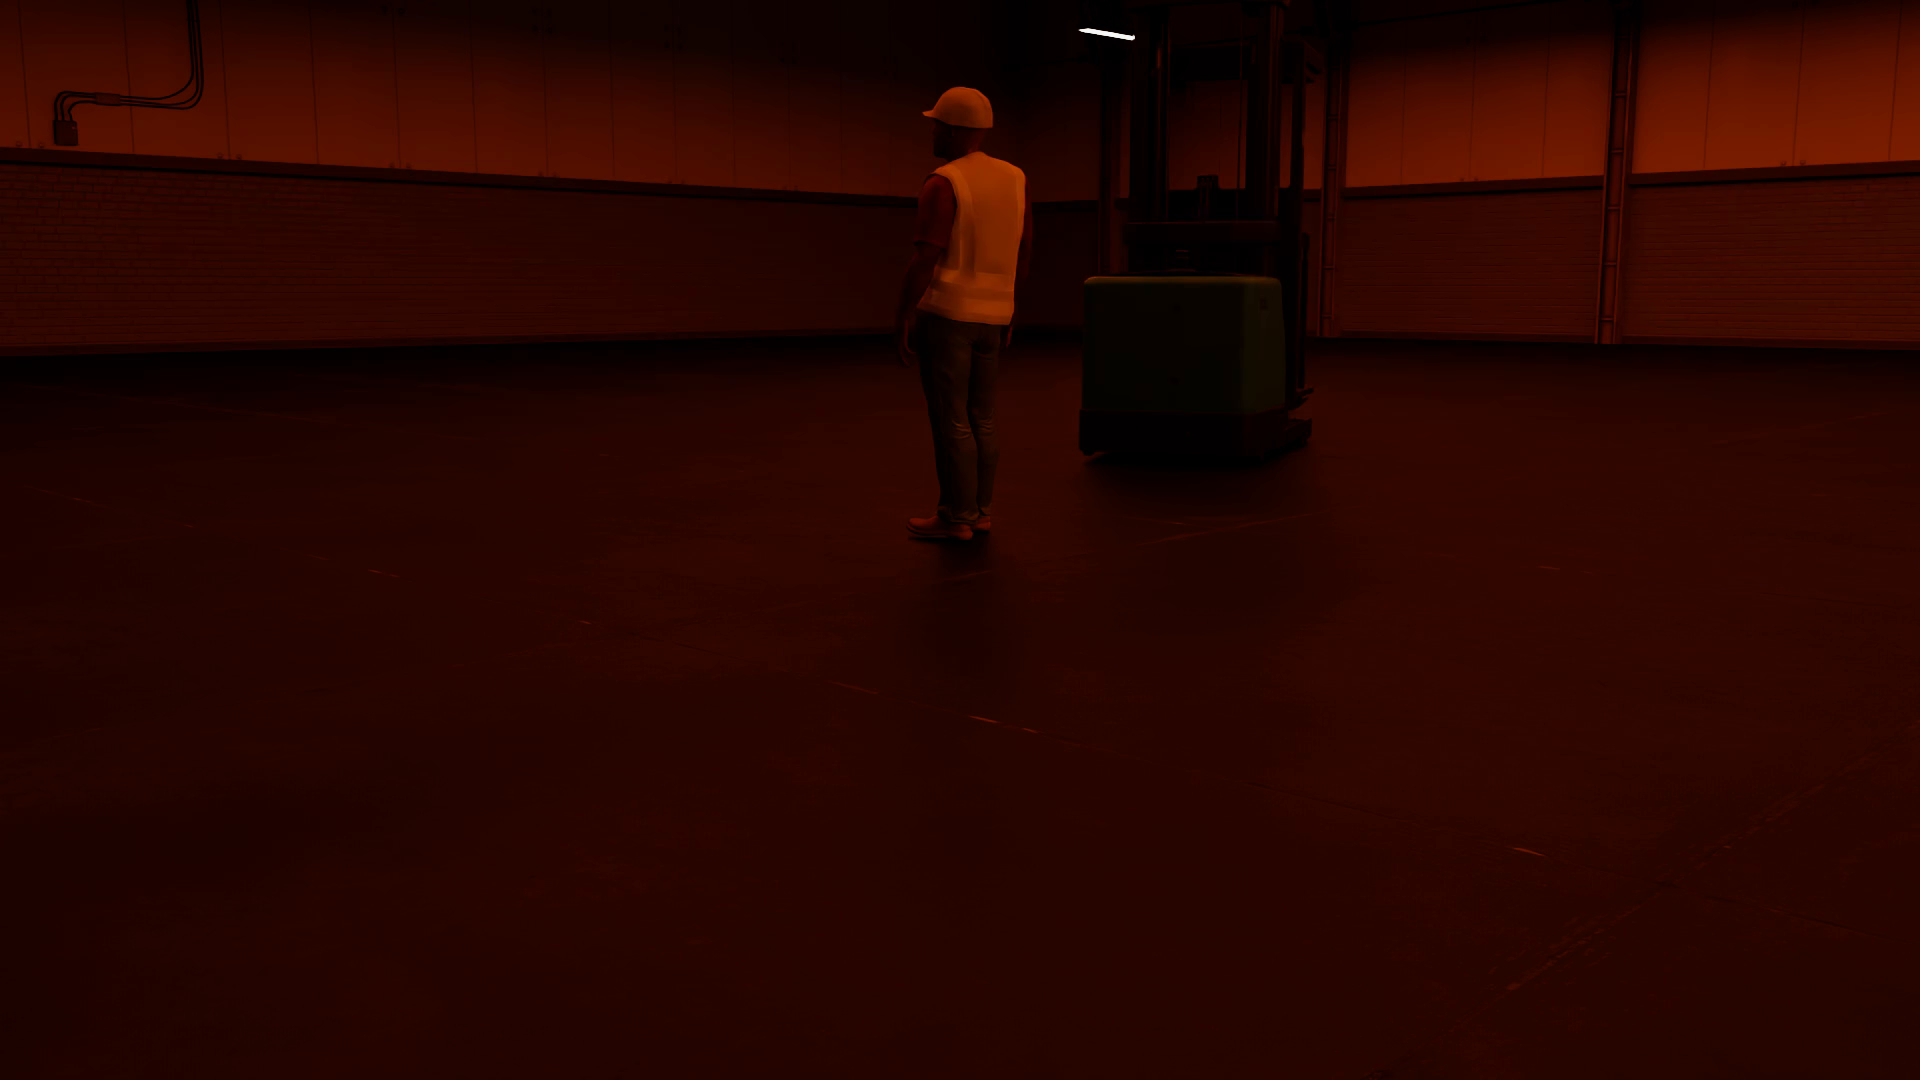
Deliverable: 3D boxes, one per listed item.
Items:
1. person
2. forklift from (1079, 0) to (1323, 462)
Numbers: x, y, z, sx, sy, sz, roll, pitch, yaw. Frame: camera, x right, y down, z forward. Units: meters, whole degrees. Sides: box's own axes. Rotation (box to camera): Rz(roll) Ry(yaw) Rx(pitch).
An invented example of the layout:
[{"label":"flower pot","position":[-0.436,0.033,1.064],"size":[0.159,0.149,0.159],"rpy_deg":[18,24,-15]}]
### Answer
[{"label":"person","position":[-0.046,-0.889,6.637],"size":[0.576,1.765,0.665],"rpy_deg":[8,12,43]},{"label":"forklift","position":[1.689,-2.081,10.695],"size":[1.130,2.935,3.031],"rpy_deg":[3,9,20]}]
